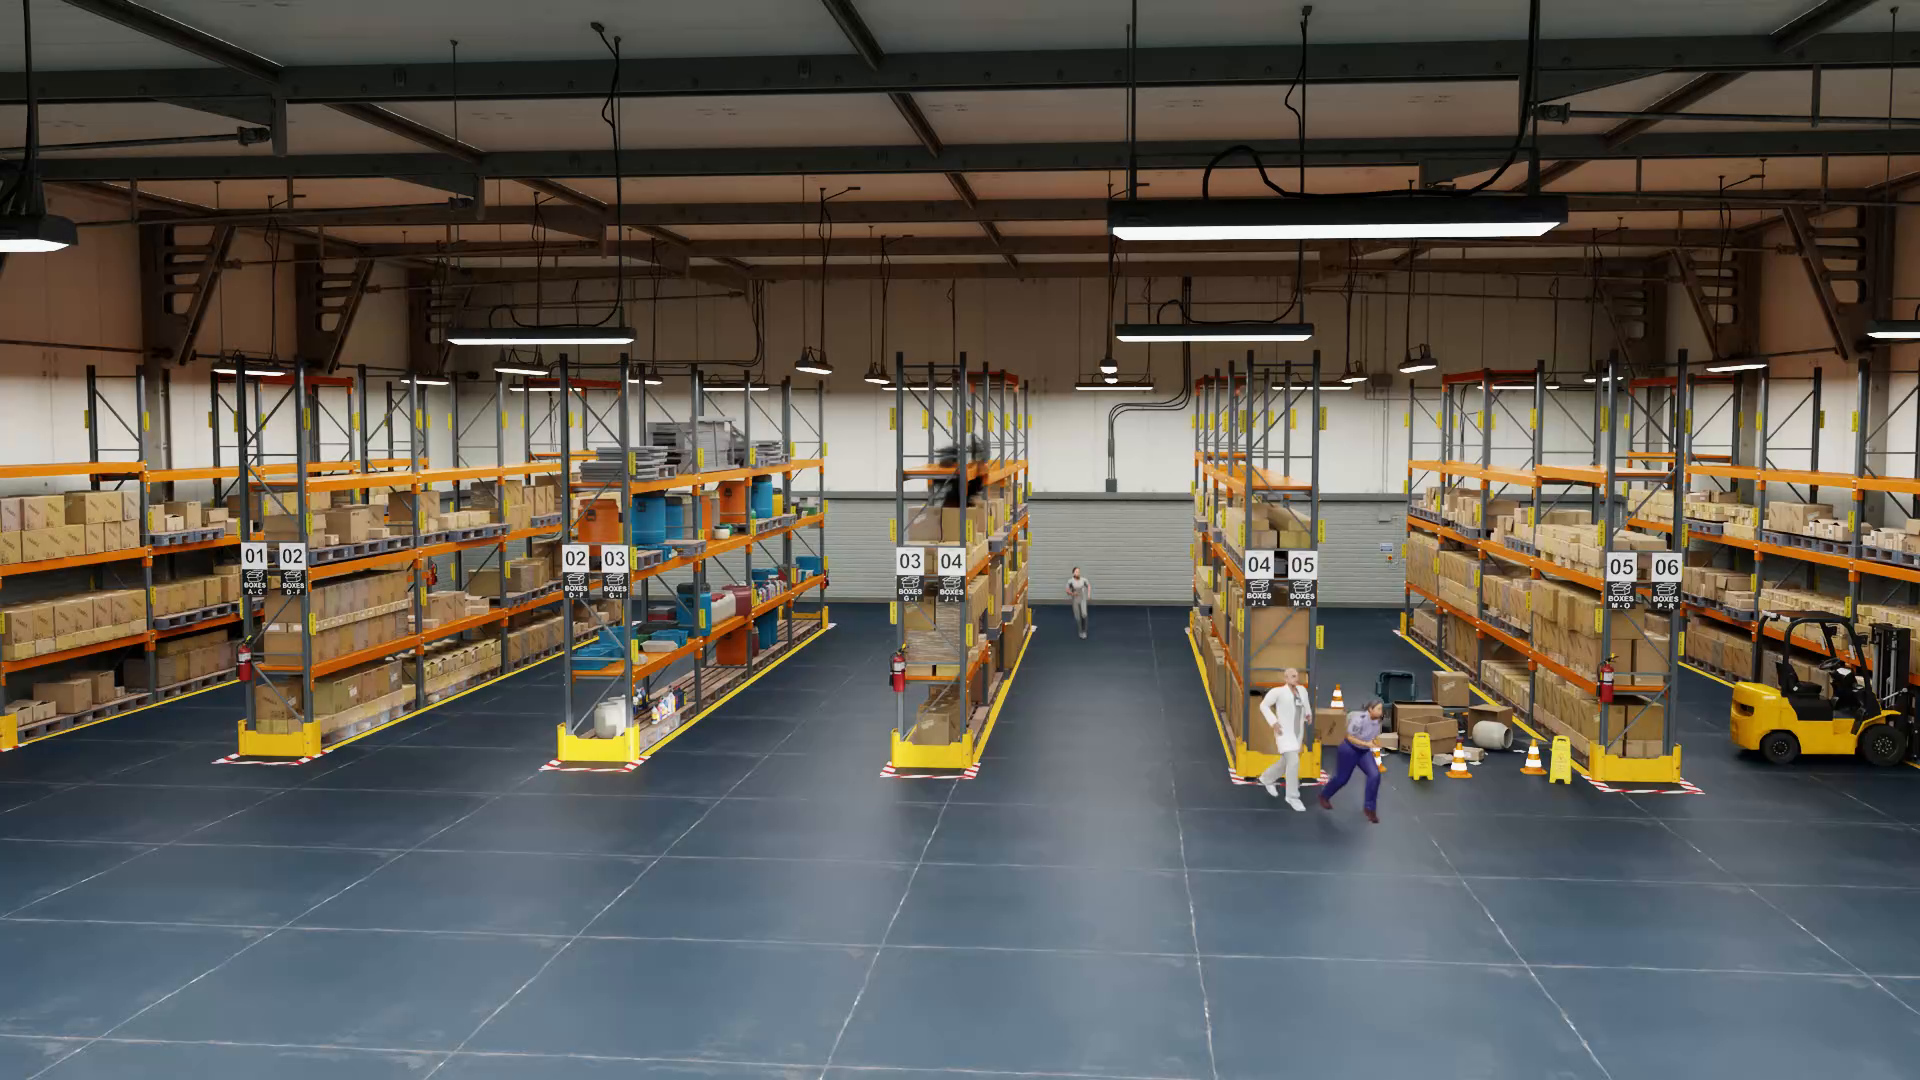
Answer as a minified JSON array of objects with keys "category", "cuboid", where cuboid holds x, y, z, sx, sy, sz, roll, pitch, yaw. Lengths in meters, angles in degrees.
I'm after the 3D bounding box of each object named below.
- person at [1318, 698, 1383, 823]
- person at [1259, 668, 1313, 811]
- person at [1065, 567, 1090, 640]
[{"category":"person","cuboid":[4.964,2.755,21.086,0.648,1.611,0.952,-3,5,-39]},{"category":"person","cuboid":[4.275,2.568,21.785,0.717,1.828,0.920,-3,5,-32]},{"category":"person","cuboid":[2.722,1.458,38.339,0.595,1.680,0.613,0,4,-1]}]
